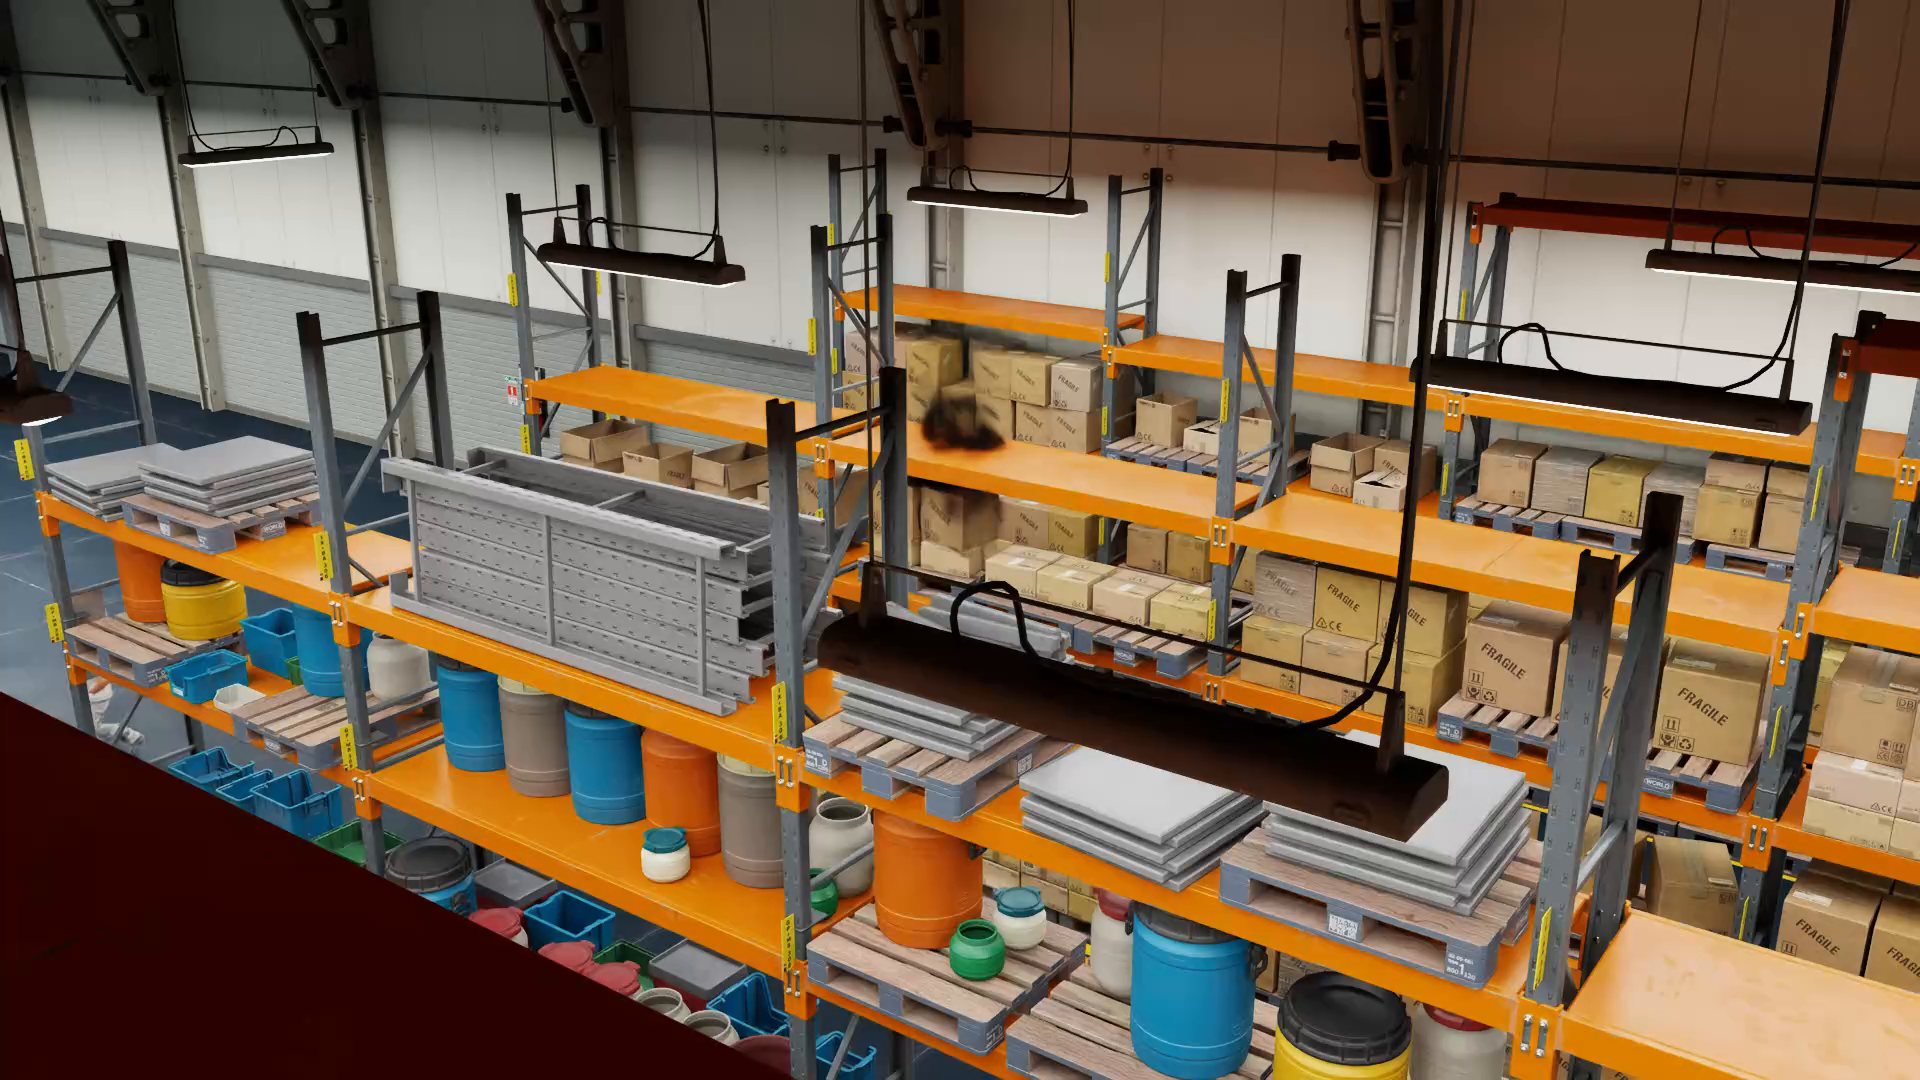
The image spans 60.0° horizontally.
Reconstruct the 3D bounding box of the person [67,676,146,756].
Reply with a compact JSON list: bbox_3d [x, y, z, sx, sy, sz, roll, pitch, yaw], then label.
[{"bbox_3d":[-9.016,1.644,17.451,0.717,1.771,0.683,-10,21,-28],"label":"person"}]
